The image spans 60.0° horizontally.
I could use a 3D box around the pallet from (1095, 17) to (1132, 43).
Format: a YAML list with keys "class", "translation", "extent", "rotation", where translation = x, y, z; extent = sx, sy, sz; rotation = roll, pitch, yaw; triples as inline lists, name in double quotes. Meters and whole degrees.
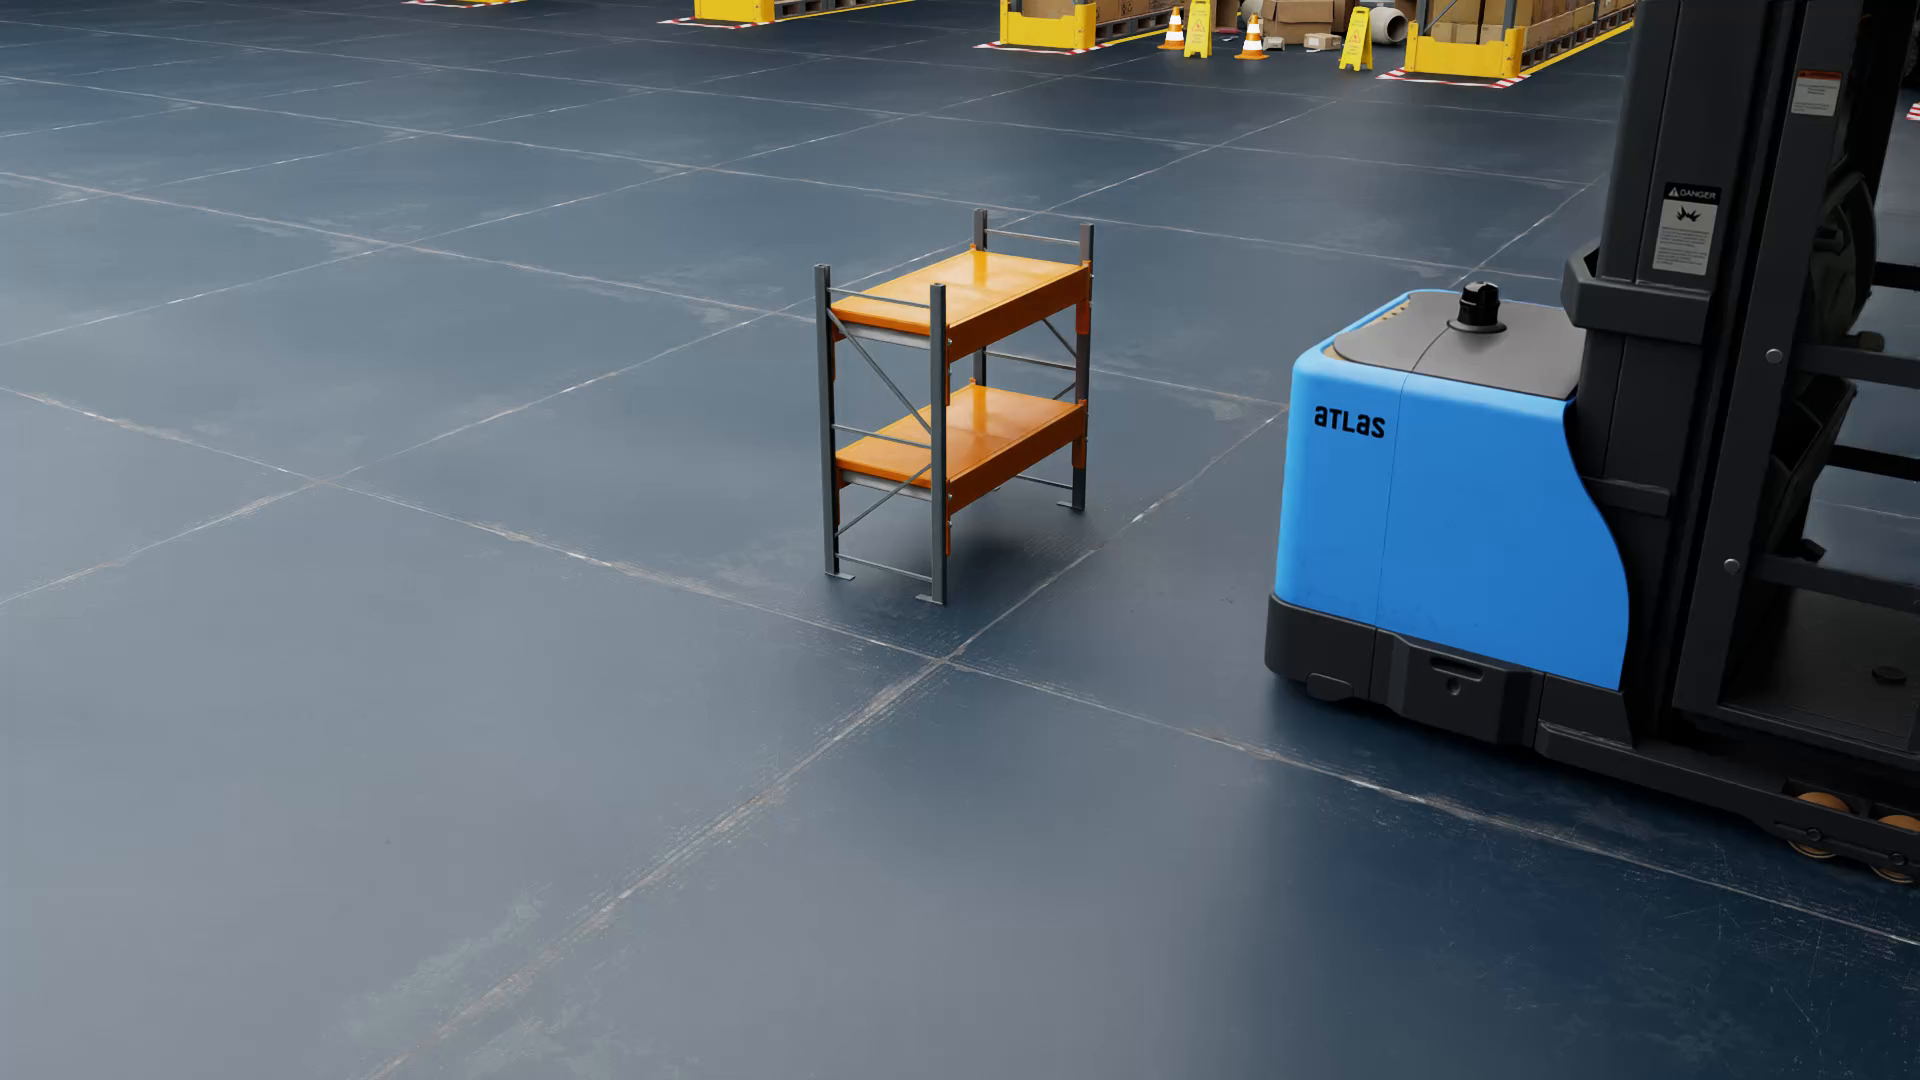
- class: "pallet"
  translation: [1.417, -6.358, 20.670]
  extent: [1.003, 0.211, 1.213]
  rotation: [14, 27, 29]

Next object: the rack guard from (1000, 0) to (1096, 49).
- class: "rack guard"
  translation: [1.049, -6.196, 19.933]
  extent: [1.175, 0.500, 0.348]
  rotation: [14, 27, 29]

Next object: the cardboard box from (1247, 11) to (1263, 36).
- class: "cardboard box"
  translation: [3.830, -6.480, 20.885]
  extent: [0.396, 0.266, 0.258]
  rotation: [20, 30, 38]

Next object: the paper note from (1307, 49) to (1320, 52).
- class: "paper note"
  translation: [4.128, -5.722, 19.428]
  extent: [0.148, 0.019, 0.142]
  rotation: [5, 24, 11]

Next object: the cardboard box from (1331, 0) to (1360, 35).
- class: "cardboard box"
  translation: [4.582, -6.705, 20.935]
  extent: [0.797, 0.637, 0.503]
  rotation: [14, 27, 29]

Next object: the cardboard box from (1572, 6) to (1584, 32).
- class: "cardboard box"
  translation: [7.074, -6.191, 19.708]
  extent: [0.500, 0.250, 0.500]
  rotation: [13, 27, 28]

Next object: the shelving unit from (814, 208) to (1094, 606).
- class: "shelving unit"
  translation: [0.004, -0.518, 6.032]
  extent: [0.538, 1.125, 1.048]
  rotation: [14, 27, 29]

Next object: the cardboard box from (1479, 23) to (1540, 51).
- class: "cardboard box"
  translation: [5.981, -5.493, 18.096]
  extent: [0.500, 0.250, 0.500]
  rotation: [14, 27, 29]

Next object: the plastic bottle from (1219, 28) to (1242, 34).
- class: "plastic bottle"
  translation: [3.431, -6.447, 21.065]
  extent: [0.283, 0.061, 0.133]
  rotation: [5, 24, 11]

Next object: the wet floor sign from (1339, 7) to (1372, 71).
- class: "wet floor sign"
  translation: [4.311, -5.428, 17.975]
  extent: [0.232, 0.644, 0.267]
  rotation: [-17, 29, -35]

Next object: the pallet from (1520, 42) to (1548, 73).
- class: "pallet"
  translation: [5.819, -5.361, 18.367]
  extent: [1.003, 0.211, 1.213]
  rotation: [14, 27, 29]

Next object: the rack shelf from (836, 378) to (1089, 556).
- class: "rack shelf"
  translation: [0.004, -0.294, 6.129]
  extent: [0.538, 0.278, 1.000]
  rotation: [14, 27, 29]

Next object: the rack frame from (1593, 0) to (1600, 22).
- class: "rack frame"
  translation: [7.430, -7.698, 20.256]
  extent: [1.000, 3.000, 0.127]
  rotation: [14, 27, 29]

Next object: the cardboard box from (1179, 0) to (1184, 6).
- class: "cardboard box"
  translation: [2.780, -7.721, 22.456]
  extent: [0.875, 0.875, 0.875]
  rotation: [14, 27, 30]

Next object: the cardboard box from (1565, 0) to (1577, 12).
- class: "cardboard box"
  translation: [6.811, -6.373, 19.183]
  extent: [0.500, 0.500, 0.500]
  rotation: [15, 28, 32]

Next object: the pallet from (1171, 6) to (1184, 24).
- class: "pallet"
  translation: [2.704, -7.181, 22.573]
  extent: [1.003, 0.211, 1.213]
  rotation: [14, 27, 29]

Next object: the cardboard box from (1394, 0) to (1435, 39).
- class: "cardboard box"
  translation: [5.709, -6.475, 20.576]
  extent: [0.500, 0.500, 0.500]
  rotation: [-7, 24, -17]

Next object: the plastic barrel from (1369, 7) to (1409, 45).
- class: "plastic barrel"
  translation: [5.124, -6.180, 19.993]
  extent: [0.421, 0.421, 0.512]
  rotation: [-7, 24, -17]

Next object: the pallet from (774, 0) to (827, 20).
- class: "pallet"
  translation: [-2.600, -7.437, 23.164]
  extent: [1.003, 0.211, 1.213]
  rotation: [14, 27, 29]

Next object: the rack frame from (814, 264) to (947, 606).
- class: "rack frame"
  translation: [-0.265, -0.347, 5.635]
  extent: [0.500, 1.125, 0.032]
  rotation: [14, 27, 29]

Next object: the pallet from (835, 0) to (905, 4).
- class: "pallet"
  translation: [-1.313, -8.261, 25.067]
  extent: [1.003, 0.211, 1.213]
  rotation: [14, 27, 29]

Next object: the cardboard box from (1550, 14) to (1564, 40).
- class: "cardboard box"
  translation: [6.533, -5.851, 18.921]
  extent: [0.500, 0.250, 0.500]
  rotation: [16, 28, 32]

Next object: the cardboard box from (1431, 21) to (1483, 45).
- class: "cardboard box"
  translation: [5.531, -5.616, 18.380]
  extent: [0.500, 0.250, 0.500]
  rotation: [14, 27, 29]

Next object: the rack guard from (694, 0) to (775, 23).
- class: "rack guard"
  translation: [-3.059, -7.303, 22.491]
  extent: [1.175, 0.500, 0.348]
  rotation: [14, 27, 29]

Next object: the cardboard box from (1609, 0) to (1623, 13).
- class: "cardboard box"
  translation: [8.081, -7.106, 21.667]
  extent: [0.950, 0.372, 0.625]
  rotation: [16, 28, 32]

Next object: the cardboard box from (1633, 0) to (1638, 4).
- class: "cardboard box"
  translation: [8.851, -7.595, 22.799]
  extent: [0.950, 0.372, 0.625]
  rotation: [13, 27, 28]

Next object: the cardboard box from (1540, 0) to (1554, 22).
- class: "cardboard box"
  translation: [6.265, -6.023, 18.375]
  extent: [0.500, 0.500, 0.500]
  rotation: [13, 26, 27]

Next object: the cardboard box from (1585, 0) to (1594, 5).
- class: "cardboard box"
  translation: [7.346, -6.717, 19.979]
  extent: [0.500, 0.500, 0.500]
  rotation: [13, 27, 28]

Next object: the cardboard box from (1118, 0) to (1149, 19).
- class: "cardboard box"
  translation: [1.825, -7.109, 21.041]
  extent: [0.875, 0.875, 0.875]
  rotation: [13, 27, 28]

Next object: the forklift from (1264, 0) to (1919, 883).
- class: "forklift"
  translation: [2.451, -0.713, 4.207]
  extent: [3.031, 2.935, 1.130]
  rotation: [15, 28, 31]

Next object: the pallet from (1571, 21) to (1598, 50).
- class: "pallet"
  translation: [7.106, -6.184, 20.270]
  extent: [1.003, 0.211, 1.213]
  rotation: [14, 27, 29]

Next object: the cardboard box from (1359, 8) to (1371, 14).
- class: "cardboard box"
  translation: [5.177, -6.618, 21.203]
  extent: [0.258, 0.266, 0.396]
  rotation: [-3, 24, -7]

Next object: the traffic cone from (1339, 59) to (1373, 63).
- class: "traffic cone"
  translation: [4.451, -5.599, 18.601]
  extent: [0.336, 0.463, 0.334]
  rotation: [14, 27, 29]

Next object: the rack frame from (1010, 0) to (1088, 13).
- class: "rack frame"
  translation: [1.062, -7.351, 19.455]
  extent: [1.000, 3.000, 0.127]
  rotation: [14, 27, 29]

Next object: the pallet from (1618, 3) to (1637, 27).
- class: "pallet"
  translation: [8.482, -7.095, 22.373]
  extent: [1.003, 0.211, 1.213]
  rotation: [14, 27, 29]

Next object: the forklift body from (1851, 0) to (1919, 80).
- class: "forklift body"
  translation: [8.990, -5.942, 17.268]
  extent: [2.313, 2.155, 1.214]
  rotation: [14, 27, 29]
